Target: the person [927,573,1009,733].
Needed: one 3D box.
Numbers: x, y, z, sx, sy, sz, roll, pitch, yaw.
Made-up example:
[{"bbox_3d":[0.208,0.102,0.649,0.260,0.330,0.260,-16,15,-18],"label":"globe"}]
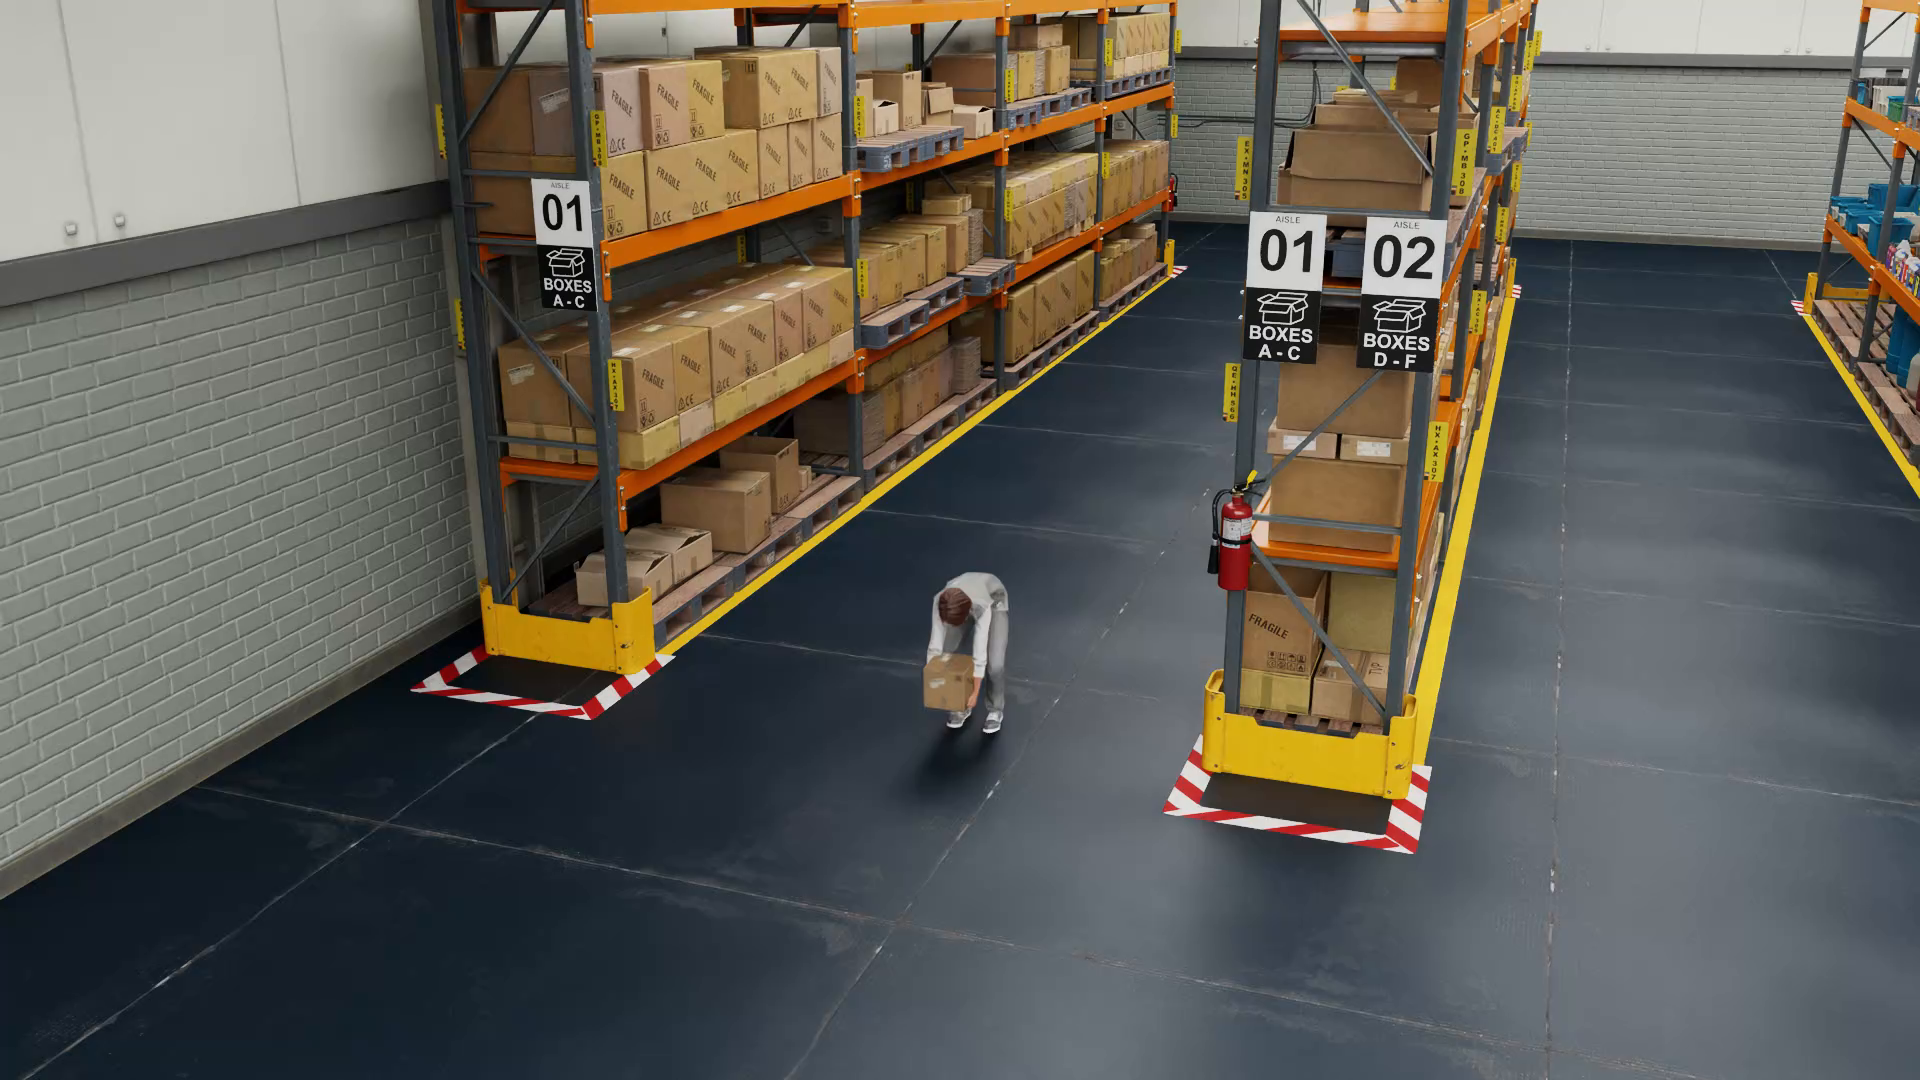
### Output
[{"bbox_3d":[0.048,0.687,9.918,0.412,1.054,0.853,6,20,16],"label":"person"}]
